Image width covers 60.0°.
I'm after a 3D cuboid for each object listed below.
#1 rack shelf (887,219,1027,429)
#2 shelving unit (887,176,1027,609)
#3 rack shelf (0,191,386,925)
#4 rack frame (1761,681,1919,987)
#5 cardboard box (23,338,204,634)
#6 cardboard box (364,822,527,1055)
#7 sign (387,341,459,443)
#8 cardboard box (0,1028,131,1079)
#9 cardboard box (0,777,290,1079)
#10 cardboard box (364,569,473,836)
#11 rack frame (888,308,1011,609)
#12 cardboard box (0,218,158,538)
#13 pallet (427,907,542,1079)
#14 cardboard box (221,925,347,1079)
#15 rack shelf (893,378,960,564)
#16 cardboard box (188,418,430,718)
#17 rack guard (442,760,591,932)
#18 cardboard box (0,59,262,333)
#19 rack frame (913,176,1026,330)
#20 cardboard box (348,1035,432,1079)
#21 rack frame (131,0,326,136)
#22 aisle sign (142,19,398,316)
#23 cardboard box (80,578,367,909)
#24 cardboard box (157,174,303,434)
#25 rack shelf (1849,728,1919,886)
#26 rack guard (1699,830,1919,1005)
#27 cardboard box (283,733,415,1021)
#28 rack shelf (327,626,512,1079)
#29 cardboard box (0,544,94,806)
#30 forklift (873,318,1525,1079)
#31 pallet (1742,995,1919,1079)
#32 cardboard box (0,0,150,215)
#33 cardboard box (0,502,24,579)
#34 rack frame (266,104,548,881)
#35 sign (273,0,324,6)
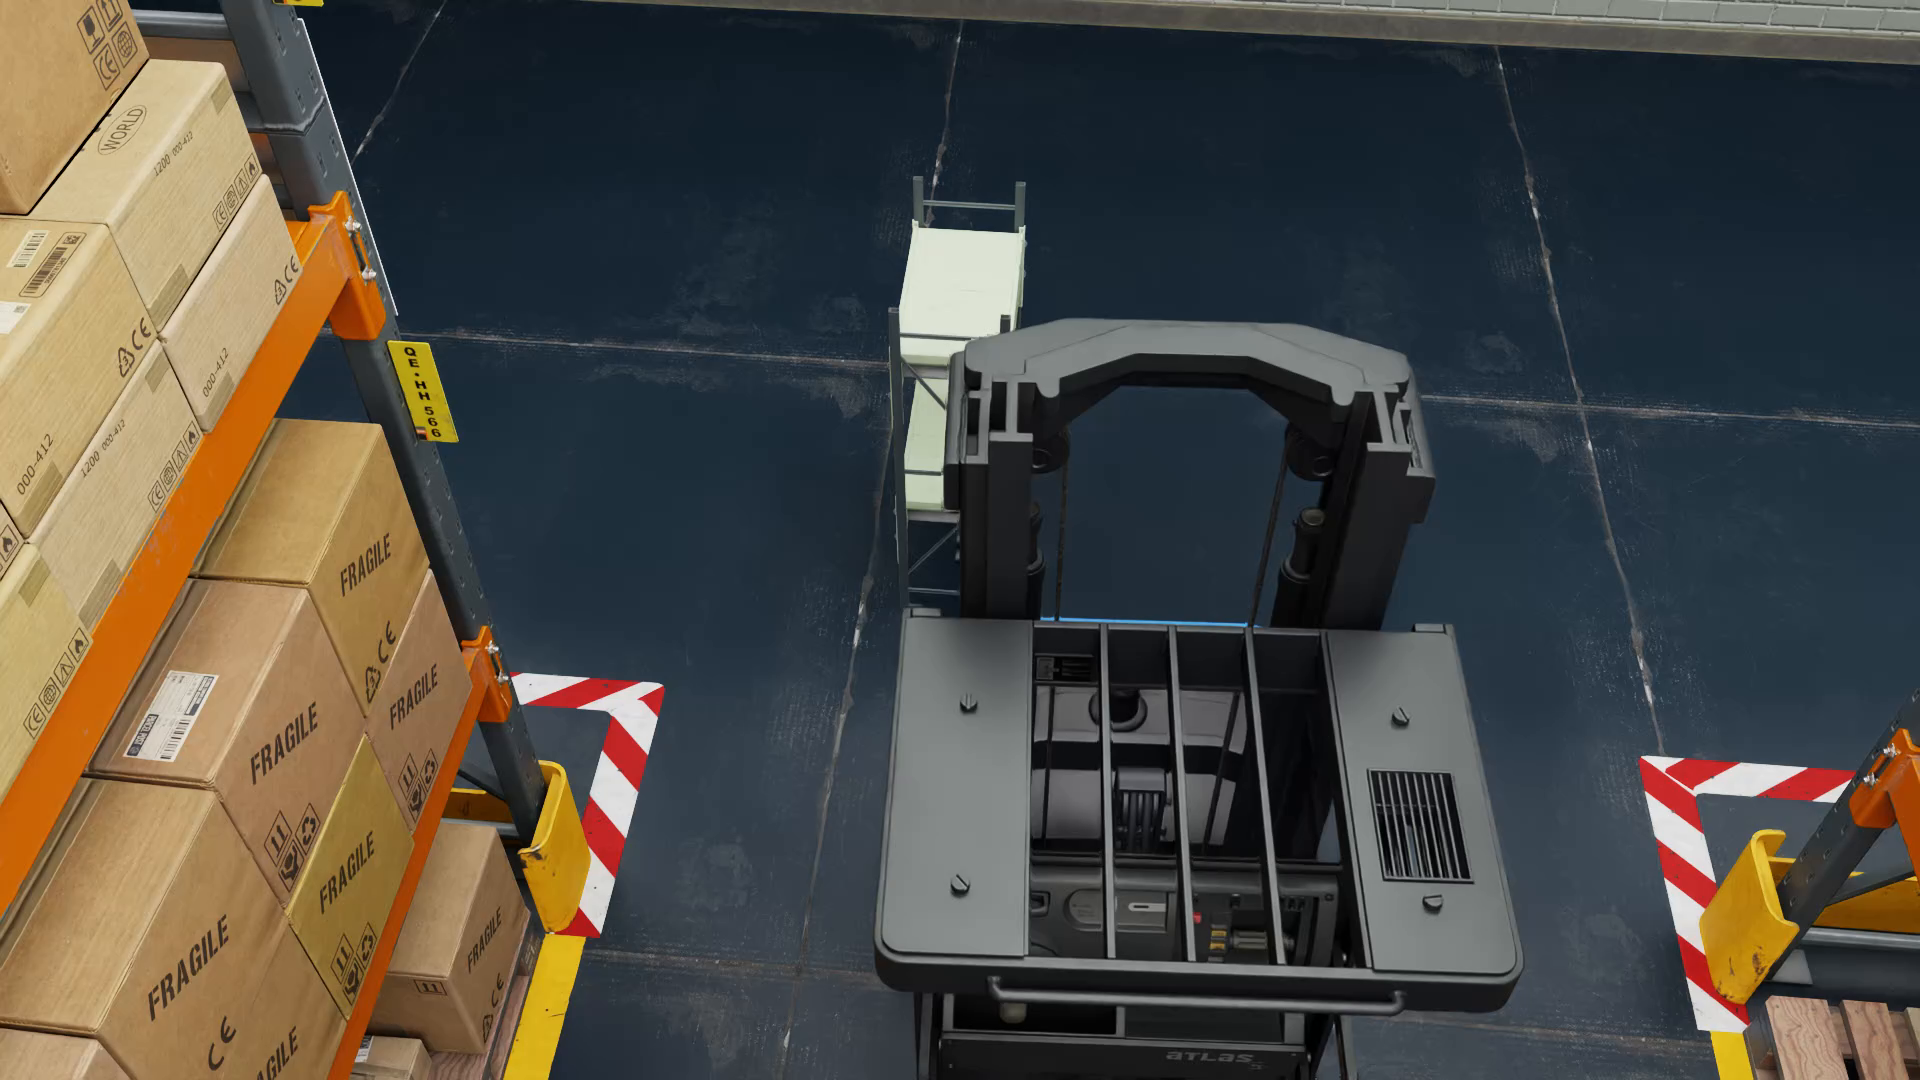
[{"bbox_3d":[-0.001,-0.765,5.930,0.431,0.370,0.720,4,48,4],"label":"rack shelf"},{"bbox_3d":[-0.001,-0.501,6.218,0.431,1.500,0.755,4,48,4],"label":"shelving unit"},{"bbox_3d":[-2.046,0.786,2.479,1.077,0.370,4.000,4,48,4],"label":"rack shelf"},{"bbox_3d":[3.068,0.421,4.358,1.000,3.000,0.127,4,48,4],"label":"rack frame"},{"bbox_3d":[-1.705,-0.114,2.917,0.500,0.250,0.500,4,48,4],"label":"cardboard box"},{"bbox_3d":[-1.668,1.197,5.044,0.500,0.500,0.500,4,48,4],"label":"cardboard box"},{"bbox_3d":[-1.313,-0.360,4.074,0.100,0.325,0.005,4,48,4],"label":"sign"},{"bbox_3d":[-1.765,1.190,2.910,0.500,0.500,0.500,5,48,5],"label":"cardboard box"},{"bbox_3d":[-1.718,0.812,3.255,0.500,0.500,0.500,5,48,5],"label":"cardboard box"},{"bbox_3d":[-1.634,0.399,4.310,0.500,0.500,0.500,5,48,5],"label":"cardboard box"},{"bbox_3d":[-0.034,-0.232,5.972,0.400,1.500,0.023,4,48,4],"label":"rack frame"},{"bbox_3d":[-1.702,-0.283,2.732,0.500,0.250,0.500,4,48,4],"label":"cardboard box"},{"bbox_3d":[-1.943,1.668,5.107,1.003,0.211,1.213,4,48,4],"label":"pallet"},{"bbox_3d":[-1.728,1.147,3.626,0.500,0.500,0.500,4,48,4],"label":"cardboard box"},{"bbox_3d":[-0.001,-0.281,6.459,0.431,0.370,0.720,4,48,4],"label":"rack shelf"},{"bbox_3d":[-1.631,0.060,3.943,0.500,0.500,0.500,3,48,3],"label":"cardboard box"},{"bbox_3d":[-1.871,0.985,5.536,1.175,0.500,0.348,4,48,4],"label":"rack guard"},{"bbox_3d":[-1.657,-0.650,3.068,0.500,0.250,0.500,4,48,4],"label":"cardboard box"},{"bbox_3d":[0.033,-0.770,6.464,0.400,1.500,0.023,4,48,4],"label":"rack frame"},{"bbox_3d":[-1.795,1.601,4.901,0.380,0.166,0.250,4,48,4],"label":"cardboard box"},{"bbox_3d":[-1.864,-1.939,2.451,1.000,3.000,0.127,4,48,4],"label":"rack frame"},{"bbox_3d":[-1.553,-0.821,3.733,0.394,0.787,0.004,4,48,4],"label":"aisle sign"},{"bbox_3d":[-1.676,0.431,3.603,0.500,0.500,0.500,5,48,5],"label":"cardboard box"},{"bbox_3d":[-1.648,-0.481,3.252,0.500,0.250,0.500,4,48,4],"label":"cardboard box"},{"bbox_3d":[2.886,2.134,3.279,1.077,0.370,4.000,4,48,4],"label":"rack shelf"},{"bbox_3d":[3.058,1.246,5.297,1.175,0.500,0.348,4,48,4],"label":"rack guard"},{"bbox_3d":[-1.678,0.781,3.961,0.500,0.500,0.500,4,48,4],"label":"cardboard box"},{"bbox_3d":[-2.046,1.798,3.586,1.077,0.370,4.000,4,48,4],"label":"rack shelf"},{"bbox_3d":[-1.737,0.254,2.580,0.500,0.250,0.500,4,48,4],"label":"cardboard box"},{"bbox_3d":[0.414,1.067,3.814,1.130,2.935,3.031,2,48,2],"label":"forklift"},{"bbox_3d":[2.955,1.966,4.835,1.003,0.211,1.213,4,48,4],"label":"pallet"},{"bbox_3d":[-1.895,-0.919,2.806,0.700,0.500,0.500,4,48,4],"label":"cardboard box"},{"bbox_3d":[-1.751,0.084,2.396,0.500,0.250,0.500,4,48,4],"label":"cardboard box"},{"bbox_3d":[-1.864,0.085,4.665,1.000,3.000,0.127,4,48,4],"label":"rack frame"},{"bbox_3d":[-1.313,-1.174,3.184,0.100,0.325,0.005,4,48,4],"label":"sign"}]
